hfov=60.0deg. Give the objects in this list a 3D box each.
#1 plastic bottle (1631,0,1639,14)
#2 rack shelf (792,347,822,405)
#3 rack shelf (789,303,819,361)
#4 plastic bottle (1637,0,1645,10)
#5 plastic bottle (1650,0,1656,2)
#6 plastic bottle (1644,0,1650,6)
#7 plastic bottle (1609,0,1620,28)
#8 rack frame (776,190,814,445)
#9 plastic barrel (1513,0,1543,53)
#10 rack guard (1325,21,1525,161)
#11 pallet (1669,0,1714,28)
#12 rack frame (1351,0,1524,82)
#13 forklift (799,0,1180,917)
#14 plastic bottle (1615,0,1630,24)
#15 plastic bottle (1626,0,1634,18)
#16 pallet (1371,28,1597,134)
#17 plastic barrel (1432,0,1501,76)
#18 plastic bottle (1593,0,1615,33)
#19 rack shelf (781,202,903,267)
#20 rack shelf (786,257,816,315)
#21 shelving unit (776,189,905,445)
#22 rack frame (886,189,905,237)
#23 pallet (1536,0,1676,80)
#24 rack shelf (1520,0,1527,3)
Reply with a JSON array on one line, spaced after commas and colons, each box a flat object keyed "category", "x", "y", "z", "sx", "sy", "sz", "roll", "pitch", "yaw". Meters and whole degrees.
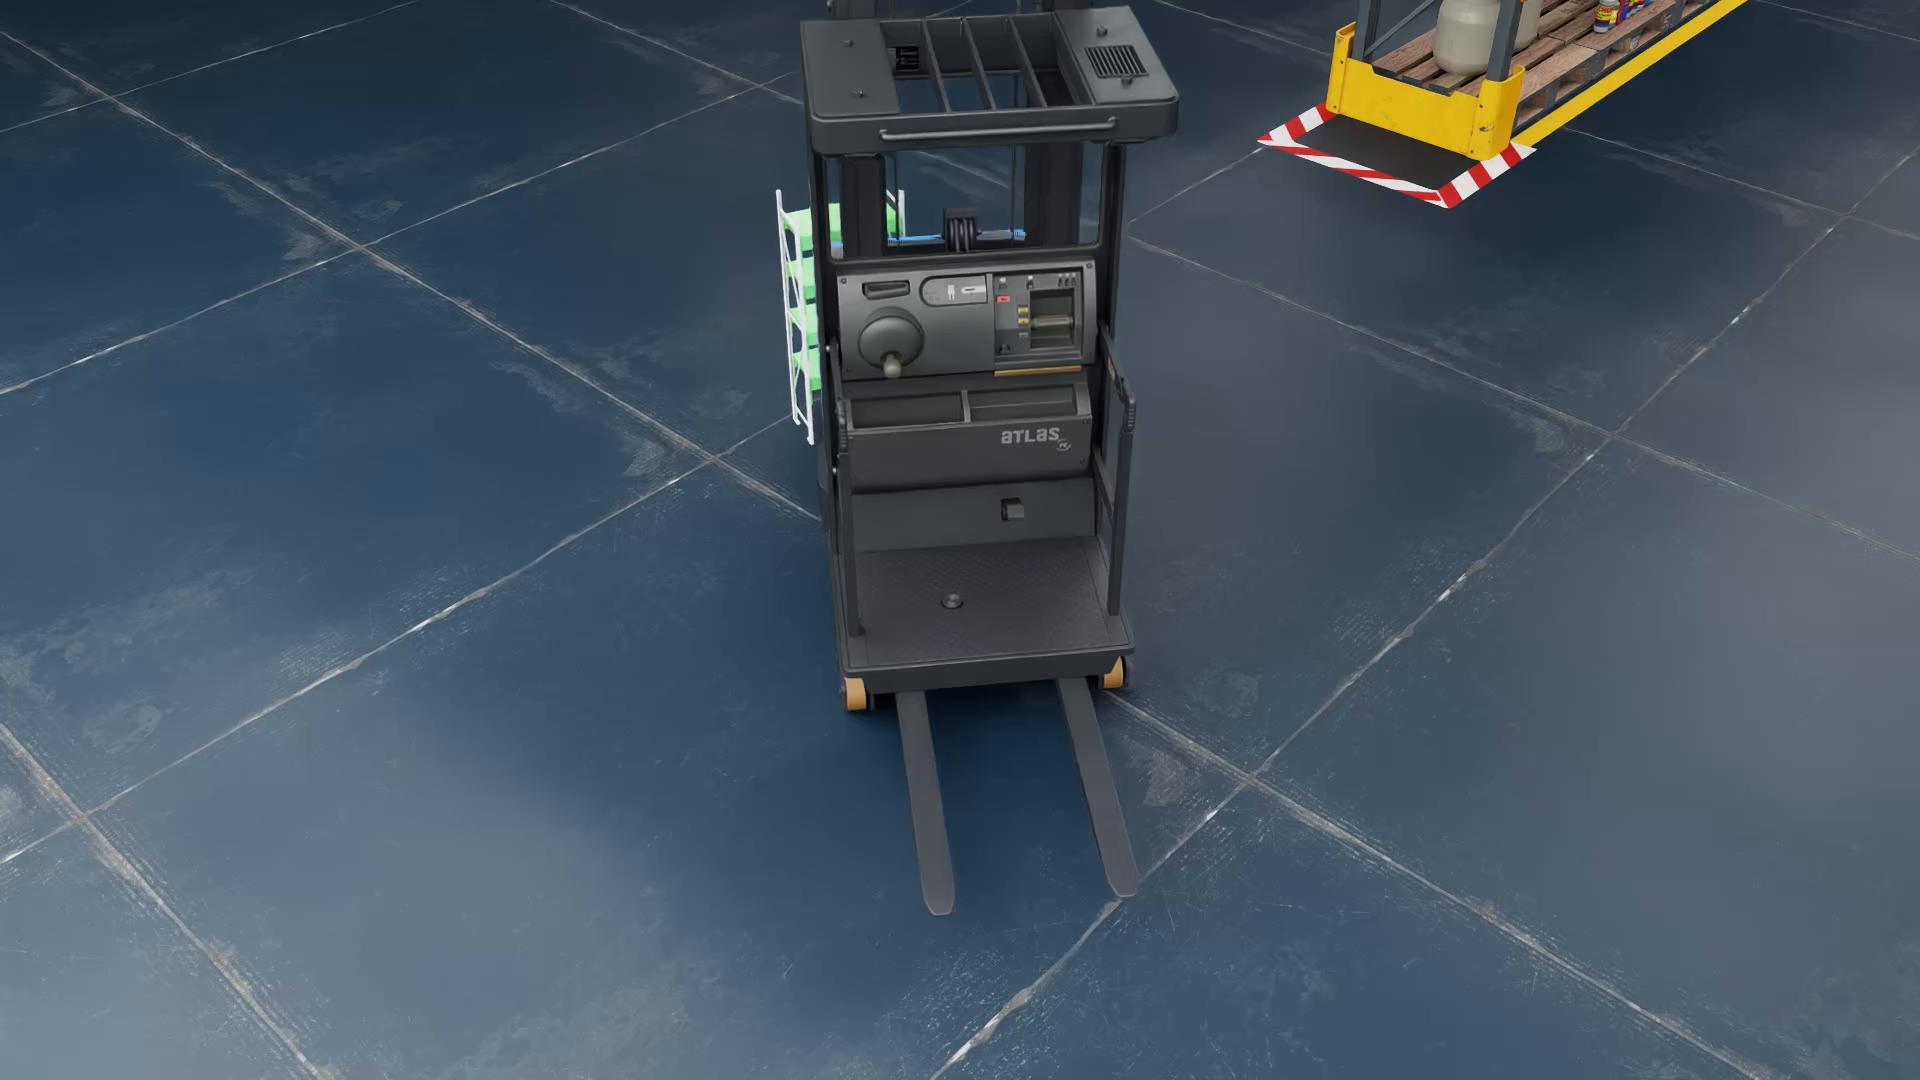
[{"category": "plastic bottle", "x": 4.622, "y": -3.754, "z": 11.400, "sx": 0.097, "sy": 0.271, "sz": 0.097, "roll": 0, "pitch": 38, "yaw": 0}, {"category": "rack shelf", "x": -0.523, "y": -0.813, "z": 7.796, "sx": 0.480, "sy": 0.148, "sz": 0.258, "roll": -16, "pitch": 41, "yaw": -19}, {"category": "rack shelf", "x": -0.523, "y": -1.000, "z": 7.647, "sx": 0.480, "sy": 0.148, "sz": 0.258, "roll": -16, "pitch": 41, "yaw": -19}, {"category": "plastic bottle", "x": 4.689, "y": -3.772, "z": 11.479, "sx": 0.097, "sy": 0.201, "sz": 0.097, "roll": 0, "pitch": 38, "yaw": 0}, {"category": "plastic bottle", "x": 4.827, "y": -3.867, "z": 11.598, "sx": 0.097, "sy": 0.201, "sz": 0.097, "roll": 0, "pitch": 38, "yaw": 0}, {"category": "plastic bottle", "x": 4.759, "y": -3.847, "z": 11.517, "sx": 0.097, "sy": 0.271, "sz": 0.097, "roll": 0, "pitch": 38, "yaw": 0}, {"category": "plastic bottle", "x": 4.393, "y": -3.571, "z": 11.226, "sx": 0.097, "sy": 0.201, "sz": 0.097, "roll": 0, "pitch": 38, "yaw": 0}, {"category": "rack frame", "x": -0.744, "y": -0.987, "z": 7.527, "sx": 0.015, "sy": 1.200, "sz": 0.240, "roll": -16, "pitch": 41, "yaw": -19}, {"category": "plastic barrel", "x": 3.596, "y": -3.500, "z": 10.903, "sx": 0.421, "sy": 0.512, "sz": 0.421, "roll": 0, "pitch": 38, "yaw": 0}, {"category": "rack guard", "x": 2.887, "y": -2.821, "z": 10.396, "sx": 1.175, "sy": 0.500, "sz": 0.348, "roll": 30, "pitch": 47, "yaw": 32}, {"category": "pallet", "x": 5.085, "y": -4.200, "z": 12.362, "sx": 1.003, "sy": 0.211, "sz": 1.213, "roll": 30, "pitch": 47, "yaw": 32}, {"category": "rack frame", "x": 2.870, "y": -3.744, "z": 9.549, "sx": 1.000, "sy": 3.000, "sz": 0.127, "roll": 30, "pitch": 47, "yaw": 32}, {"category": "forklift", "x": 0.058, "y": -0.721, "z": 5.802, "sx": 1.130, "sy": 2.935, "sz": 3.031, "roll": -4, "pitch": 39, "yaw": -6}, {"category": "plastic bottle", "x": 4.489, "y": -3.652, "z": 11.262, "sx": 0.061, "sy": 0.283, "sz": 0.133, "roll": 30, "pitch": 48, "yaw": 33}, {"category": "plastic bottle", "x": 4.554, "y": -3.708, "z": 11.342, "sx": 0.097, "sy": 0.271, "sz": 0.097, "roll": 0, "pitch": 38, "yaw": 0}, {"category": "pallet", "x": 3.439, "y": -3.079, "z": 10.952, "sx": 1.003, "sy": 0.211, "sz": 1.213, "roll": 30, "pitch": 47, "yaw": 32}, {"category": "plastic barrel", "x": 3.258, "y": -3.270, "z": 10.613, "sx": 0.421, "sy": 0.512, "sz": 0.421, "roll": 0, "pitch": 38, "yaw": 0}, {"category": "plastic bottle", "x": 4.323, "y": -3.551, "z": 11.144, "sx": 0.097, "sy": 0.271, "sz": 0.097, "roll": 0, "pitch": 38, "yaw": 0}, {"category": "rack shelf", "x": -0.523, "y": -1.376, "z": 7.348, "sx": 0.480, "sy": 0.148, "sz": 0.258, "roll": -16, "pitch": 41, "yaw": -19}, {"category": "rack shelf", "x": -0.523, "y": -1.188, "z": 7.497, "sx": 0.480, "sy": 0.148, "sz": 0.258, "roll": -16, "pitch": 41, "yaw": -19}, {"category": "shelving unit", "x": -0.523, "y": -1.050, "z": 7.607, "sx": 0.503, "sy": 1.200, "sz": 0.258, "roll": -16, "pitch": 41, "yaw": -19}, {"category": "rack frame", "x": -0.301, "y": -1.114, "z": 7.687, "sx": 0.015, "sy": 1.200, "sz": 0.240, "roll": -16, "pitch": 41, "yaw": -19}, {"category": "pallet", "x": 4.262, "y": -3.637, "z": 11.654, "sx": 1.003, "sy": 0.211, "sz": 1.213, "roll": 30, "pitch": 47, "yaw": 32}, {"category": "rack shelf", "x": 4.219, "y": -4.382, "z": 10.928, "sx": 1.077, "sy": 0.370, "sz": 4.000, "roll": 30, "pitch": 47, "yaw": 32}]
